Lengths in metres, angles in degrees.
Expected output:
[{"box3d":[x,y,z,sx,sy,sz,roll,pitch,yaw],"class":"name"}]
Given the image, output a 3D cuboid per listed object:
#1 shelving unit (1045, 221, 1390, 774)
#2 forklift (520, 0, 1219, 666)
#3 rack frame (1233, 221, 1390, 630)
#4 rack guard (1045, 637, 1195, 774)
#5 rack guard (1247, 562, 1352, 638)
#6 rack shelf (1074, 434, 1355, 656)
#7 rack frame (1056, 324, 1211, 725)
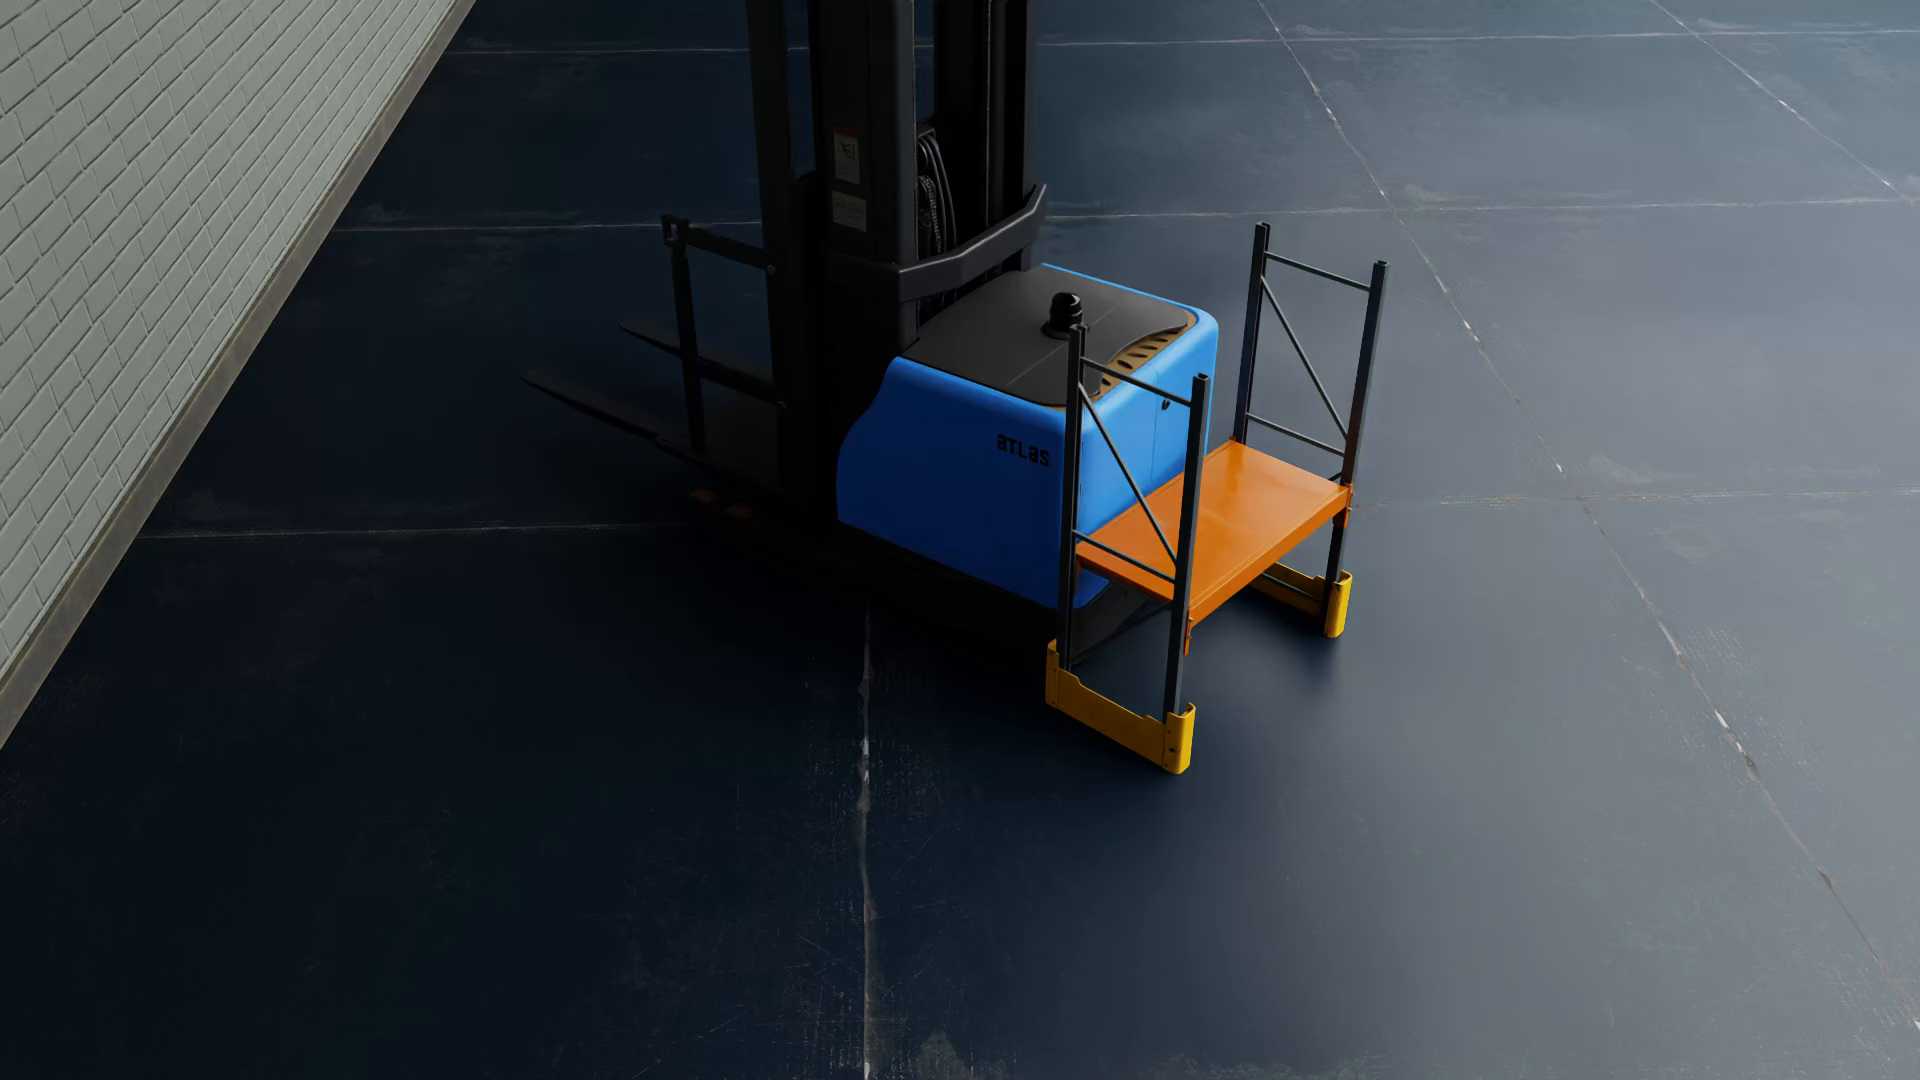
[{"box3d":[0.873,-0.161,5.665,0.587,1.500,1.083,27,43,33],"class":"shelving unit"},{"box3d":[-0.537,-1.410,6.212,3.031,2.935,1.130,22,40,28],"class":"forklift"},{"box3d":[1.205,-0.373,5.972,0.500,1.500,0.032,27,43,33],"class":"rack frame"},{"box3d":[0.541,0.564,5.715,0.587,0.250,0.087,27,43,33],"class":"rack guard"},{"box3d":[1.205,0.141,6.326,0.587,0.250,0.087,27,43,33],"class":"rack guard"},{"box3d":[0.867,-0.010,5.762,0.538,0.185,1.000,27,43,33],"class":"rack shelf"},{"box3d":[0.528,0.058,5.348,0.500,1.500,0.032,27,43,33],"class":"rack frame"}]
